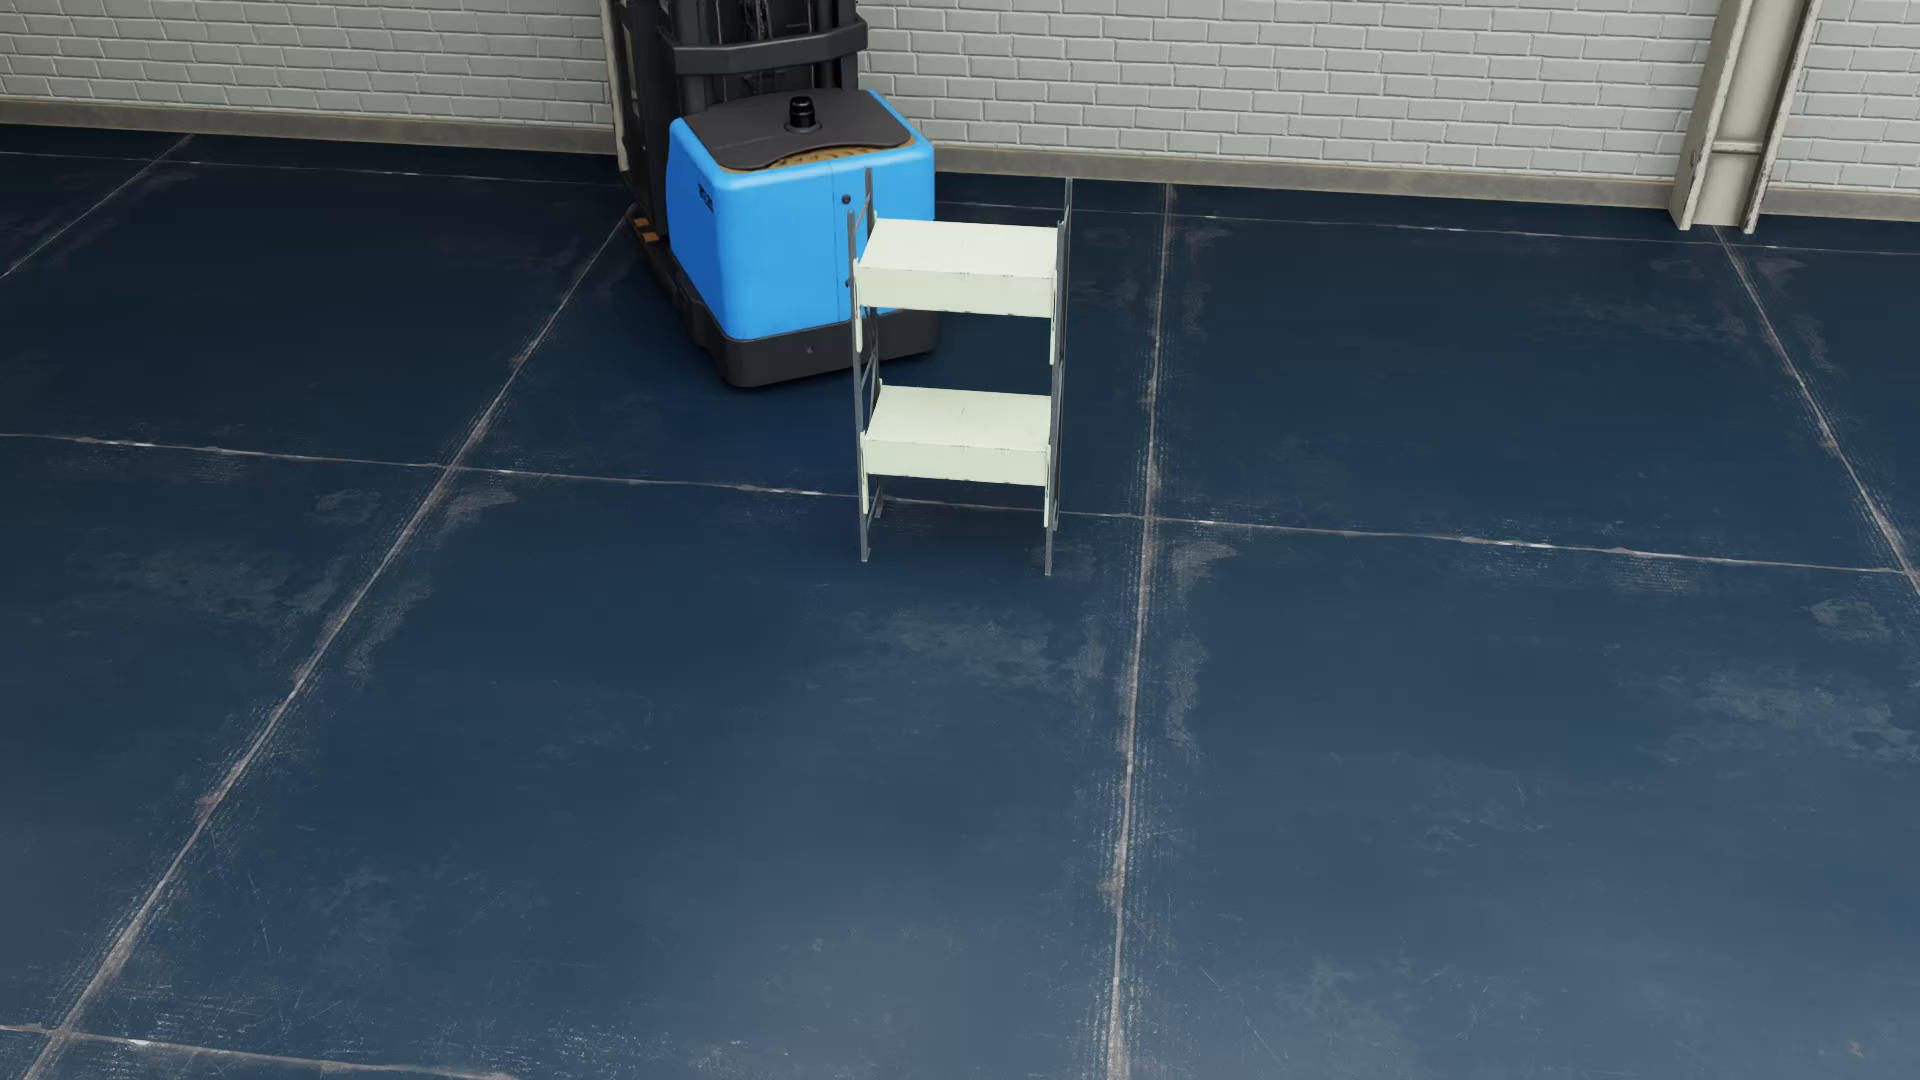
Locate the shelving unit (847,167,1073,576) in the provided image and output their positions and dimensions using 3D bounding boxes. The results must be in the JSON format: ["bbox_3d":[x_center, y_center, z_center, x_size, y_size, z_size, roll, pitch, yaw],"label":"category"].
[{"bbox_3d":[0.007,-0.610,6.314,0.755,1.500,0.431,4,36,6],"label":"shelving unit"}]

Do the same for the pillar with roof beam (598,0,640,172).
[{"bbox_3d":[-2.332,-3.407,3.777,0.400,9.000,9.100,4,36,6],"label":"pillar with roof beam"}]

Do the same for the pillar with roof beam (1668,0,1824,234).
[{"bbox_3d":[3.620,-2.963,3.155,0.400,9.000,9.100,4,36,6],"label":"pillar with roof beam"}]

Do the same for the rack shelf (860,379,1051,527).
[{"bbox_3d":[0.007,-0.345,6.503,0.720,0.370,0.431,4,36,6],"label":"rack shelf"}]

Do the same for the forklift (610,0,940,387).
[{"bbox_3d":[-1.138,-2.741,8.067,1.130,2.935,3.031,-14,38,-18],"label":"forklift"}]

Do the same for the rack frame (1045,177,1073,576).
[{"bbox_3d":[0.370,-0.583,6.276,0.023,1.500,0.400,4,36,6],"label":"rack frame"}]

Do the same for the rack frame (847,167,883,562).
[{"bbox_3d":[-0.356,-0.637,6.352,0.023,1.500,0.400,4,36,6],"label":"rack frame"}]

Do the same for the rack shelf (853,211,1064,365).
[{"bbox_3d":[0.007,-0.928,6.087,0.720,0.370,0.431,4,36,6],"label":"rack shelf"}]
